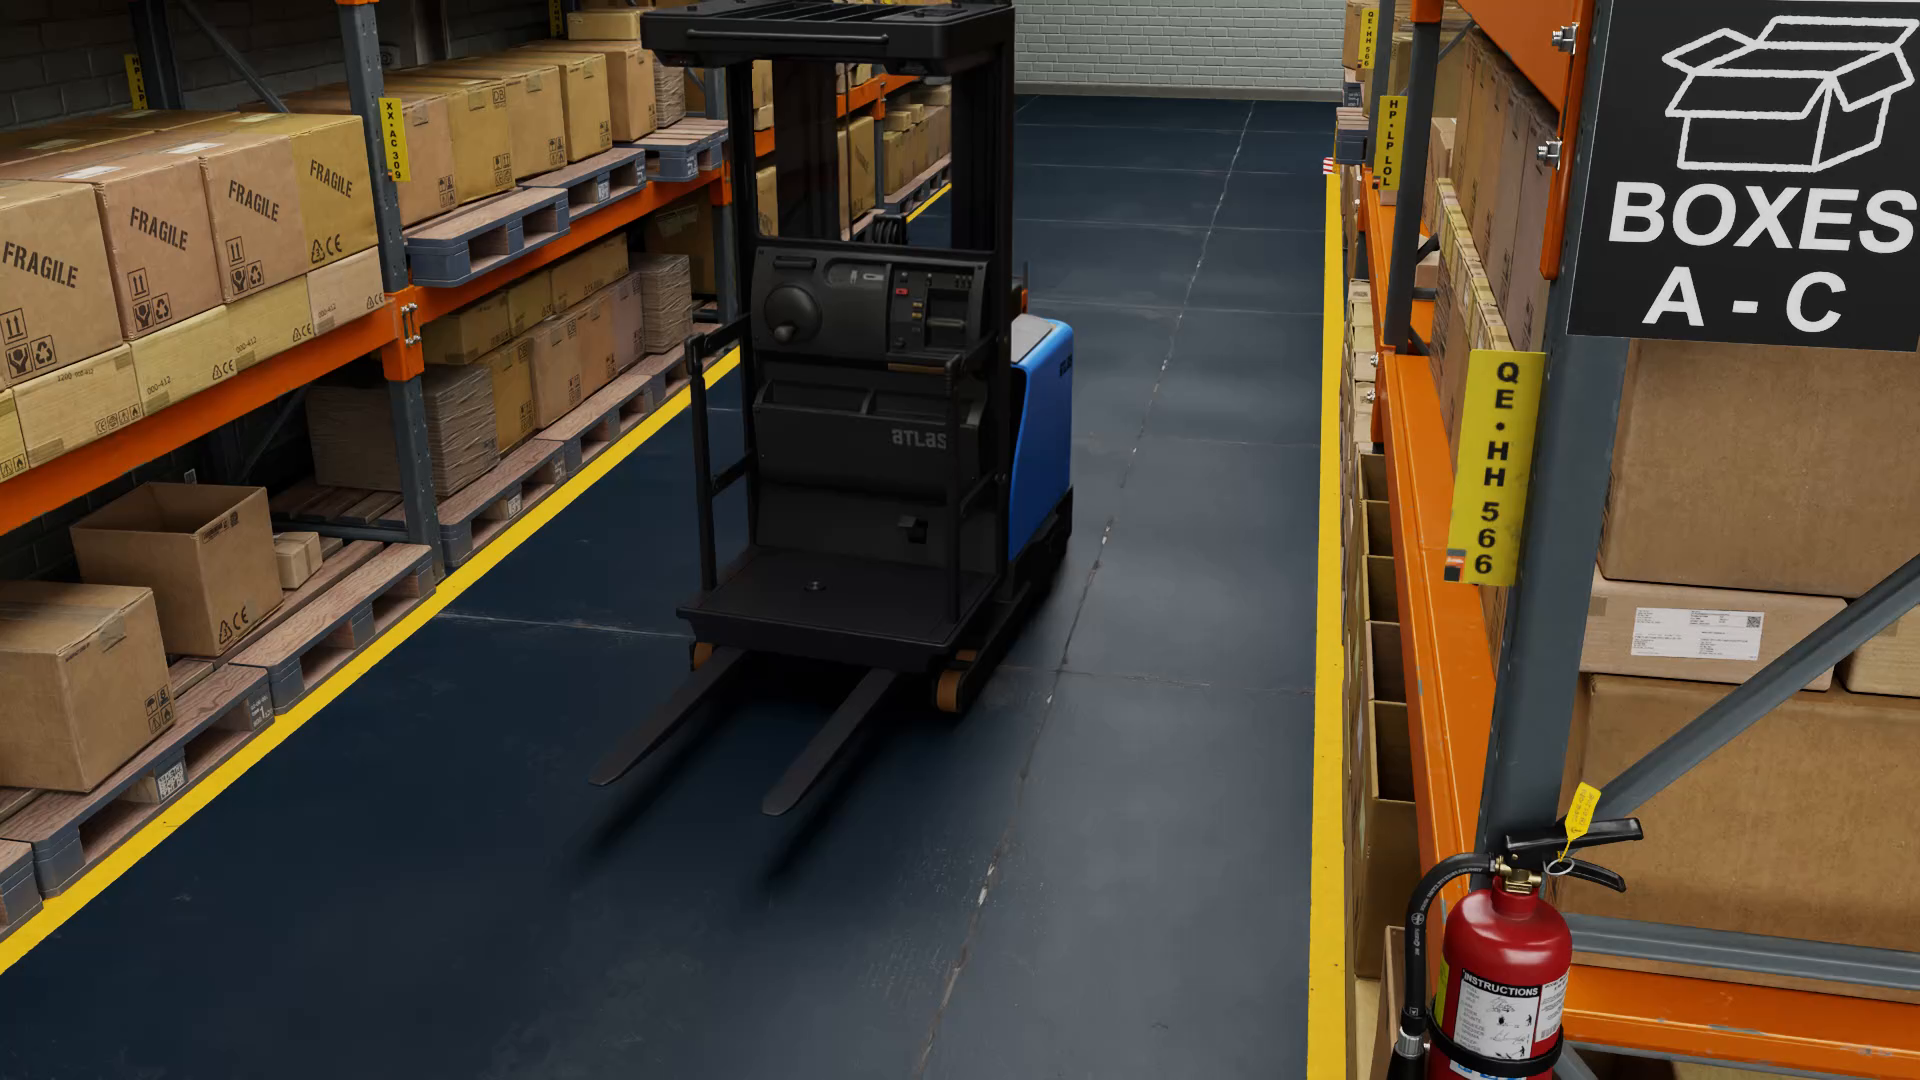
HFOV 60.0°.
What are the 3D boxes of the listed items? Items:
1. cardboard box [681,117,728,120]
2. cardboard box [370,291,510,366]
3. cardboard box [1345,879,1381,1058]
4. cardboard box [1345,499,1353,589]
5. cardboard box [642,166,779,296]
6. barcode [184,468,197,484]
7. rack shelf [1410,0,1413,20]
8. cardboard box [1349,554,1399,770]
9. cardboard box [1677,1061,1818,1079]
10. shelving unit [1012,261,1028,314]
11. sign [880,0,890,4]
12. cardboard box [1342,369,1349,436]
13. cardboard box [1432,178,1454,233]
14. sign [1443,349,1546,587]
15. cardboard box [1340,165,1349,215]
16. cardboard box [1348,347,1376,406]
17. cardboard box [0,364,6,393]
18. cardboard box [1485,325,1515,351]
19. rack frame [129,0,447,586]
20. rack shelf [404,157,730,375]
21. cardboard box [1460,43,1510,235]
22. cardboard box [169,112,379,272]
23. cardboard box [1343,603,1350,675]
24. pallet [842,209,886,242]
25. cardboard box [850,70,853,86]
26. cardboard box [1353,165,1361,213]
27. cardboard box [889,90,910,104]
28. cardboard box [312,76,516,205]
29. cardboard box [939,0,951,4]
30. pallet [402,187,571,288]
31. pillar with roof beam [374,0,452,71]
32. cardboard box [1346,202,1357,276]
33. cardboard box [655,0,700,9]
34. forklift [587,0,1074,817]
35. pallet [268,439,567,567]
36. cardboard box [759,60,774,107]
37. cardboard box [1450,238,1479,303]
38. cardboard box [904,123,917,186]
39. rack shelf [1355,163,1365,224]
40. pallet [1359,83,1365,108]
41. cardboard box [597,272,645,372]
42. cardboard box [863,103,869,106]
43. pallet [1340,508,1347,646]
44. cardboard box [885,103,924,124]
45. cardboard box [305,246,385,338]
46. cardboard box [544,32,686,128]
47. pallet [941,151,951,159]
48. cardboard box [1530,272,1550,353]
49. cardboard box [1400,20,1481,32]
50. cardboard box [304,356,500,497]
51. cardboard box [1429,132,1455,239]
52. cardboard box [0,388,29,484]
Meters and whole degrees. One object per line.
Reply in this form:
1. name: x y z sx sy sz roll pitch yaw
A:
1. cardboard box: -1.687 -2.696 10.841 0.380 0.149 0.250 4 22 10
2. cardboard box: -2.577 -1.061 8.227 0.500 0.250 0.500 4 22 10
3. cardboard box: 1.247 1.097 4.232 0.500 0.250 0.500 4 22 11
4. cardboard box: 1.854 0.046 6.843 0.500 0.250 0.500 4 22 10
5. cardboard box: -1.703 -2.157 11.509 0.750 0.750 0.750 4 22 10
6. barcode: -3.143 -0.251 6.790 0.001 0.075 0.075 4 22 11
7. rack shelf: 2.461 -2.650 7.366 1.077 0.370 4.000 4 22 11
8. cardboard box: 1.448 0.383 5.001 0.500 0.500 0.500 4 22 11
9. cardboard box: 1.664 0.973 3.538 0.500 0.500 0.500 4 22 11
10. shelving unit: 0.134 -0.704 7.995 0.258 1.200 0.503 7 23 16
11. sign: -0.632 -4.625 13.879 0.100 0.325 0.005 4 22 11
12. cardboard box: 2.273 -0.699 8.694 0.500 0.250 0.500 4 22 10
13. cardboard box: 1.808 -1.125 5.629 0.380 0.149 0.250 4 22 11
14. sign: 0.708 -0.091 2.198 0.100 0.325 0.005 4 22 11
15. cardboard box: 3.524 -3.061 14.196 0.500 0.500 0.500 4 22 11
16. cardboard box: 2.165 -0.767 8.110 0.500 0.311 0.500 4 22 10
17. cardboard box: -3.000 -0.582 4.454 0.500 0.500 0.500 4 22 9
18. cardboard box: 1.391 -0.373 3.763 0.380 0.149 0.250 5 22 12
19. rack frame: -2.798 -1.237 6.910 1.000 3.000 0.127 4 22 11
20. rack shelf: -2.389 -1.635 8.861 1.077 0.370 4.000 4 22 11
21. cardboard box: 1.866 -1.161 4.852 0.700 0.500 0.500 4 22 11
22. cardboard box: -2.591 -1.328 6.307 0.500 0.500 0.500 4 22 11
23. cardboard box: 1.661 0.366 6.047 0.500 0.250 0.500 4 22 11
24. pallet: -1.249 -2.581 13.981 1.003 0.211 1.213 4 22 11
25. cardboard box: -1.082 -3.725 13.397 0.380 0.149 0.250 5 23 13
26. cardboard box: 3.042 -2.472 11.728 0.500 0.250 0.500 4 22 10
27. cardboard box: -0.718 -4.483 16.884 0.380 0.149 0.250 5 22 11
28. cardboard box: -2.539 -1.875 7.771 0.700 0.500 0.500 7 23 16
29. cardboard box: -0.581 -5.311 16.623 0.980 0.700 0.700 4 22 10
30. pallet: -2.499 -1.417 7.613 1.003 0.211 1.213 4 22 11
31. pillar with roof beam: 1.121 -4.745 7.590 9.100 9.000 0.400 4 22 11
32. cardboard box: 3.037 -2.110 11.834 0.500 0.500 0.500 4 22 9
33. cardboard box: -1.630 -3.398 10.714 0.500 0.250 0.500 5 22 12
34. forklift: -0.415 -0.877 6.107 1.130 2.935 3.031 7 23 16
35. pallet: -2.640 -0.229 8.138 1.003 0.211 1.213 4 22 11
36. cardboard box: -1.516 -3.243 11.331 0.500 0.500 0.500 5 23 13
37. cardboard box: 1.601 -0.751 4.701 0.380 0.149 0.250 4 22 9
38. cardboard box: -0.806 -3.647 15.679 0.700 0.500 0.500 4 22 10
39. rack shelf: 3.277 -2.722 11.559 1.077 0.370 4.000 4 22 11
40. pallet: 3.261 -2.946 11.411 1.003 0.211 1.213 4 22 11
41. cardboard box: -2.296 -1.298 9.818 0.700 0.500 0.500 4 22 11
42. cardboard box: -0.925 -4.108 15.955 0.380 0.149 0.250 5 22 11
43. pallet: 2.165 0.160 7.173 1.003 0.211 1.213 4 22 11
44. cardboard box: -0.557 -4.067 15.852 0.380 0.149 0.250 4 22 9
45. cardboard box: -2.597 -0.981 6.447 0.500 0.250 0.500 5 22 11
46. cardboard box: -2.067 -2.778 10.013 0.700 0.500 0.500 2 22 5
47. pallet: -0.435 -4.034 17.587 1.003 0.211 1.213 4 22 11
48. cardboard box: 1.457 -0.428 3.031 0.700 0.500 0.500 4 22 10
49. cardboard box: 3.261 -3.124 10.899 0.700 0.500 0.500 9 24 21
50. cardboard box: -2.664 -0.552 7.967 0.700 0.500 0.500 5 23 13
51. cardboard box: 2.435 -1.563 7.585 0.500 0.500 0.500 4 22 11
52. cardboard box: -3.002 -0.245 4.621 0.500 0.250 0.500 4 22 10
